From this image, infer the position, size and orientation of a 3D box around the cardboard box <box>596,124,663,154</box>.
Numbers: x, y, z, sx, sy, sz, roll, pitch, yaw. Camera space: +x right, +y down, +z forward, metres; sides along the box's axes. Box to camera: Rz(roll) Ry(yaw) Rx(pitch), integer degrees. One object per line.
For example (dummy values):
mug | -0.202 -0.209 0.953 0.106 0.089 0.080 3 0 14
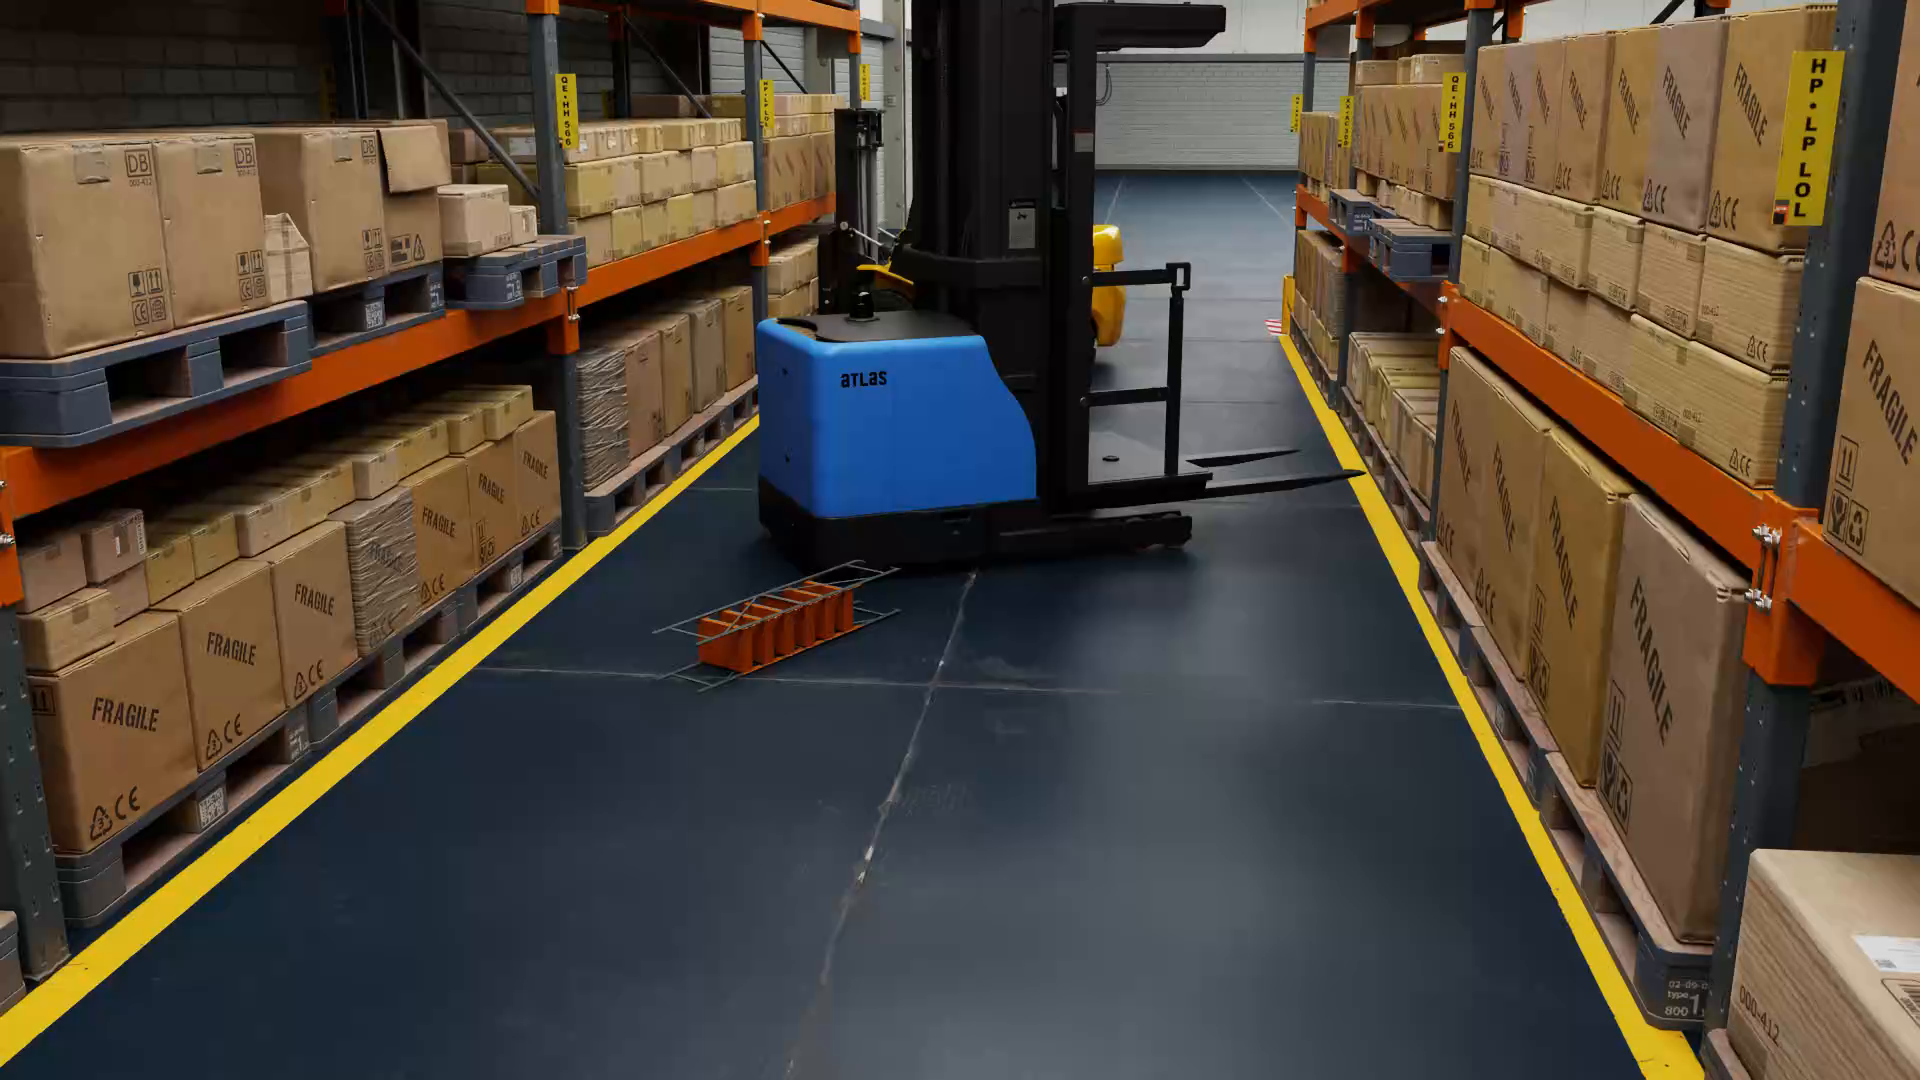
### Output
cardboard box | -1.844 -2.189 9.076 0.380 0.149 0.250 2 15 7

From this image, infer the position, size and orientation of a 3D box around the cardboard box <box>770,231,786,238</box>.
cardboard box | -1.767 -2.473 14.109 0.500 0.250 0.500 2 15 6

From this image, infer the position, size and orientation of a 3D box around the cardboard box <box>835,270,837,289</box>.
cardboard box | -1.254 -2.210 14.095 0.500 0.250 0.500 1 15 5

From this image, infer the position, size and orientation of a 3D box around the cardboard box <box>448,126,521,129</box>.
cardboard box | -2.505 -2.072 8.645 0.380 0.149 0.250 1 15 5

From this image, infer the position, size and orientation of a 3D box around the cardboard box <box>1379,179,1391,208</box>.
cardboard box | 2.525 -1.921 9.196 0.380 0.149 0.250 2 15 8

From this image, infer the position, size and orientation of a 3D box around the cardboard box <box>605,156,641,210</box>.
cardboard box | -1.957 -1.825 8.495 0.500 0.250 0.500 2 15 8

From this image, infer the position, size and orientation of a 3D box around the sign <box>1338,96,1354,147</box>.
sign | 2.536 -2.743 10.899 0.100 0.325 0.005 2 15 6

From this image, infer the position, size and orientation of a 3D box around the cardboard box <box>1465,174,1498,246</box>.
cardboard box | 2.322 -1.318 6.619 0.500 0.250 0.500 2 15 6

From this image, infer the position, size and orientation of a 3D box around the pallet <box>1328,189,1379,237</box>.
pallet | 2.846 -2.024 10.268 1.003 0.211 1.213 2 15 6

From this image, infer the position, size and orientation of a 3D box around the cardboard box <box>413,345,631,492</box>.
cardboard box | -2.223 -0.636 8.513 0.875 0.625 0.625 2 15 8

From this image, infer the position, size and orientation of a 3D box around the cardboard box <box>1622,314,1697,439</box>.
cardboard box | 2.032 -0.419 4.253 0.500 0.250 0.500 1 15 5

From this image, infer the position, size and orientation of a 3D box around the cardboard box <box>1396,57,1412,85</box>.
cardboard box | 2.652 -2.622 9.304 0.380 0.149 0.250 3 15 9

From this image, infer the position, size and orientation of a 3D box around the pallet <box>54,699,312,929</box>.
pallet | -2.705 0.753 4.973 1.003 0.211 1.213 2 15 6

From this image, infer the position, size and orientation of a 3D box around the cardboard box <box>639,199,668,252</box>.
cardboard box | -1.902 -1.718 9.056 0.500 0.250 0.500 1 15 4

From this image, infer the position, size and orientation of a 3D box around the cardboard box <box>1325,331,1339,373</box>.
cardboard box | 2.876 -1.347 11.861 0.500 0.250 0.500 2 15 9

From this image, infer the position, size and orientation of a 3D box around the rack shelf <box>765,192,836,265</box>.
rack shelf | -1.630 -2.627 13.510 1.077 0.370 4.000 2 15 6

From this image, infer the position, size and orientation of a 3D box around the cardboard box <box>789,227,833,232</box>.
cardboard box | -1.199 -2.590 14.542 0.500 0.250 0.500 2 15 7

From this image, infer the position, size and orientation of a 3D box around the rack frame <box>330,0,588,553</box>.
rack frame | -2.307 -1.418 7.661 1.000 3.000 0.127 2 15 6

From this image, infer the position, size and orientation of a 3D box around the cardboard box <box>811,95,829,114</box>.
cardboard box | -1.280 -3.565 13.596 0.380 0.149 0.250 2 15 7

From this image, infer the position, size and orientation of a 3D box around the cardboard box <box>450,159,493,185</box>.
cardboard box | -2.533 -1.712 8.076 0.500 0.250 0.500 2 15 8

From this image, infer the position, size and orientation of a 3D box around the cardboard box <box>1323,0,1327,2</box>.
cardboard box | 3.026 -4.263 12.916 0.380 0.149 0.250 2 15 7

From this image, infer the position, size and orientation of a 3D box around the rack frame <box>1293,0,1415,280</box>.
rack frame | 3.528 -3.348 14.797 1.000 3.000 0.127 2 15 6

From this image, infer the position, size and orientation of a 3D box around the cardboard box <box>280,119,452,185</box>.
cardboard box | -2.521 -1.541 7.117 0.500 0.500 0.500 2 15 9

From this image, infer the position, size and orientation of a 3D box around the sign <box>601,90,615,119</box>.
sign | -2.408 -2.928 11.433 0.100 0.325 0.005 2 15 6

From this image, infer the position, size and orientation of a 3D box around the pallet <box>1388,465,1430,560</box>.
pallet | 2.715 -0.130 8.237 1.003 0.211 1.213 2 15 6

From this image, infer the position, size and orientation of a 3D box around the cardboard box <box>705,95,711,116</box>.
cardboard box | -1.603 -3.106 11.897 0.380 0.149 0.250 2 15 7

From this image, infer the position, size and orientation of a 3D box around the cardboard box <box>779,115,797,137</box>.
cardboard box | -1.428 -3.090 12.407 0.380 0.149 0.250 2 15 7

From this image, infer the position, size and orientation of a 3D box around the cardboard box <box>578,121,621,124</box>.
cardboard box | -2.282 -2.469 10.112 0.380 0.149 0.250 2 15 6

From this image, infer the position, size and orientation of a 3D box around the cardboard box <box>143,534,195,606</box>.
cardboard box | -2.482 0.084 4.848 0.380 0.149 0.250 1 15 3

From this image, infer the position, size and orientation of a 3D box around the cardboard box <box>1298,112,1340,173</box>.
cardboard box | 3.199 -3.425 14.321 0.500 0.500 0.500 1 15 5

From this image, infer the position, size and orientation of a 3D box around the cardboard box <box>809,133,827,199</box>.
cardboard box | -1.370 -3.008 13.349 0.500 0.500 0.500 2 15 7

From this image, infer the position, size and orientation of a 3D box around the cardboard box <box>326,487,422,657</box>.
cardboard box | -2.305 0.102 6.022 0.500 0.500 0.500 1 15 4

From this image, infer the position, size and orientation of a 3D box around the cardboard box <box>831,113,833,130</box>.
cardboard box | -1.294 -3.560 14.147 0.380 0.149 0.250 2 15 6

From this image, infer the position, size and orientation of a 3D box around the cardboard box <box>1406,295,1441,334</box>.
cardboard box | 3.411 -1.693 11.703 0.500 0.500 0.500 2 15 9

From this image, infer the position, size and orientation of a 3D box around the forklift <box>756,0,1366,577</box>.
forklift | 0.576 -1.477 8.009 3.031 2.935 1.130 -6 16 -22

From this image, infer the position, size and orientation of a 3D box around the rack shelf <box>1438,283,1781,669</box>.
rack shelf | 2.399 -0.407 5.300 1.077 0.370 4.000 2 15 6

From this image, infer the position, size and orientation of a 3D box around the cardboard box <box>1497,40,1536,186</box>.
cardboard box | 2.280 -1.554 6.057 0.500 0.500 0.500 2 15 6

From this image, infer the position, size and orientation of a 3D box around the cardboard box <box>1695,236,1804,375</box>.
cardboard box | 1.982 -0.526 3.691 0.500 0.250 0.500 2 15 6

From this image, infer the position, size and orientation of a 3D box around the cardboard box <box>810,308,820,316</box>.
cardboard box | -1.388 -1.713 13.213 0.500 0.250 0.500 2 15 7

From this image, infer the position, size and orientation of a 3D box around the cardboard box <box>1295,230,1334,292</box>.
cardboard box | 3.160 -2.378 14.237 0.500 0.500 0.500 1 15 4

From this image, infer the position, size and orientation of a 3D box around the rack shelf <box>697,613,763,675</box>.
rack shelf | -0.882 0.391 6.348 0.258 0.180 0.103 11 19 34

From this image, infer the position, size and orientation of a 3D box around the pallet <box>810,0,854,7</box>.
pallet | -1.510 -4.716 14.279 1.003 0.211 1.213 2 15 6

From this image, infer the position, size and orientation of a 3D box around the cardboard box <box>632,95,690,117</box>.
cardboard box | -2.120 -3.053 11.700 0.380 0.149 0.250 2 15 6

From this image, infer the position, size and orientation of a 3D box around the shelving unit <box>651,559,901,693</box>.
shelving unit | -0.697 0.322 6.595 0.258 0.189 1.200 11 19 34

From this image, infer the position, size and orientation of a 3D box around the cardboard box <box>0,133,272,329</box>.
cardboard box | -2.423 -0.885 4.693 0.700 0.500 0.500 2 15 7

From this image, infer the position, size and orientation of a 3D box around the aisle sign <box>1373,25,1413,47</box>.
aisle sign | 3.823 -4.611 14.486 0.394 0.787 0.004 2 15 6

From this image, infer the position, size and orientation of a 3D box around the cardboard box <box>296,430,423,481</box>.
cardboard box | -2.288 -0.321 6.346 0.380 0.149 0.250 1 15 5

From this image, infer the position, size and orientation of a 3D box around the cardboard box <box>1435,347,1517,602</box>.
cardboard box | 2.465 -0.274 6.693 0.875 0.875 0.875 2 15 6

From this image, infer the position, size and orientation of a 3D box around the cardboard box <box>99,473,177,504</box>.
cardboard box | -2.900 -0.131 5.642 0.380 0.149 0.250 2 15 7

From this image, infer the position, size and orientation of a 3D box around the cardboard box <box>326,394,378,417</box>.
cardboard box | -2.733 -0.533 7.130 0.380 0.149 0.250 2 15 8

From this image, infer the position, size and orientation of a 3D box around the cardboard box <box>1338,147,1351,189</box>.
cardboard box | 2.879 -2.625 11.362 0.500 0.500 0.500 1 15 5

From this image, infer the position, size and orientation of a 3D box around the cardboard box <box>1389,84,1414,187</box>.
cardboard box | 2.503 -2.059 8.465 0.500 0.500 0.500 1 15 2
